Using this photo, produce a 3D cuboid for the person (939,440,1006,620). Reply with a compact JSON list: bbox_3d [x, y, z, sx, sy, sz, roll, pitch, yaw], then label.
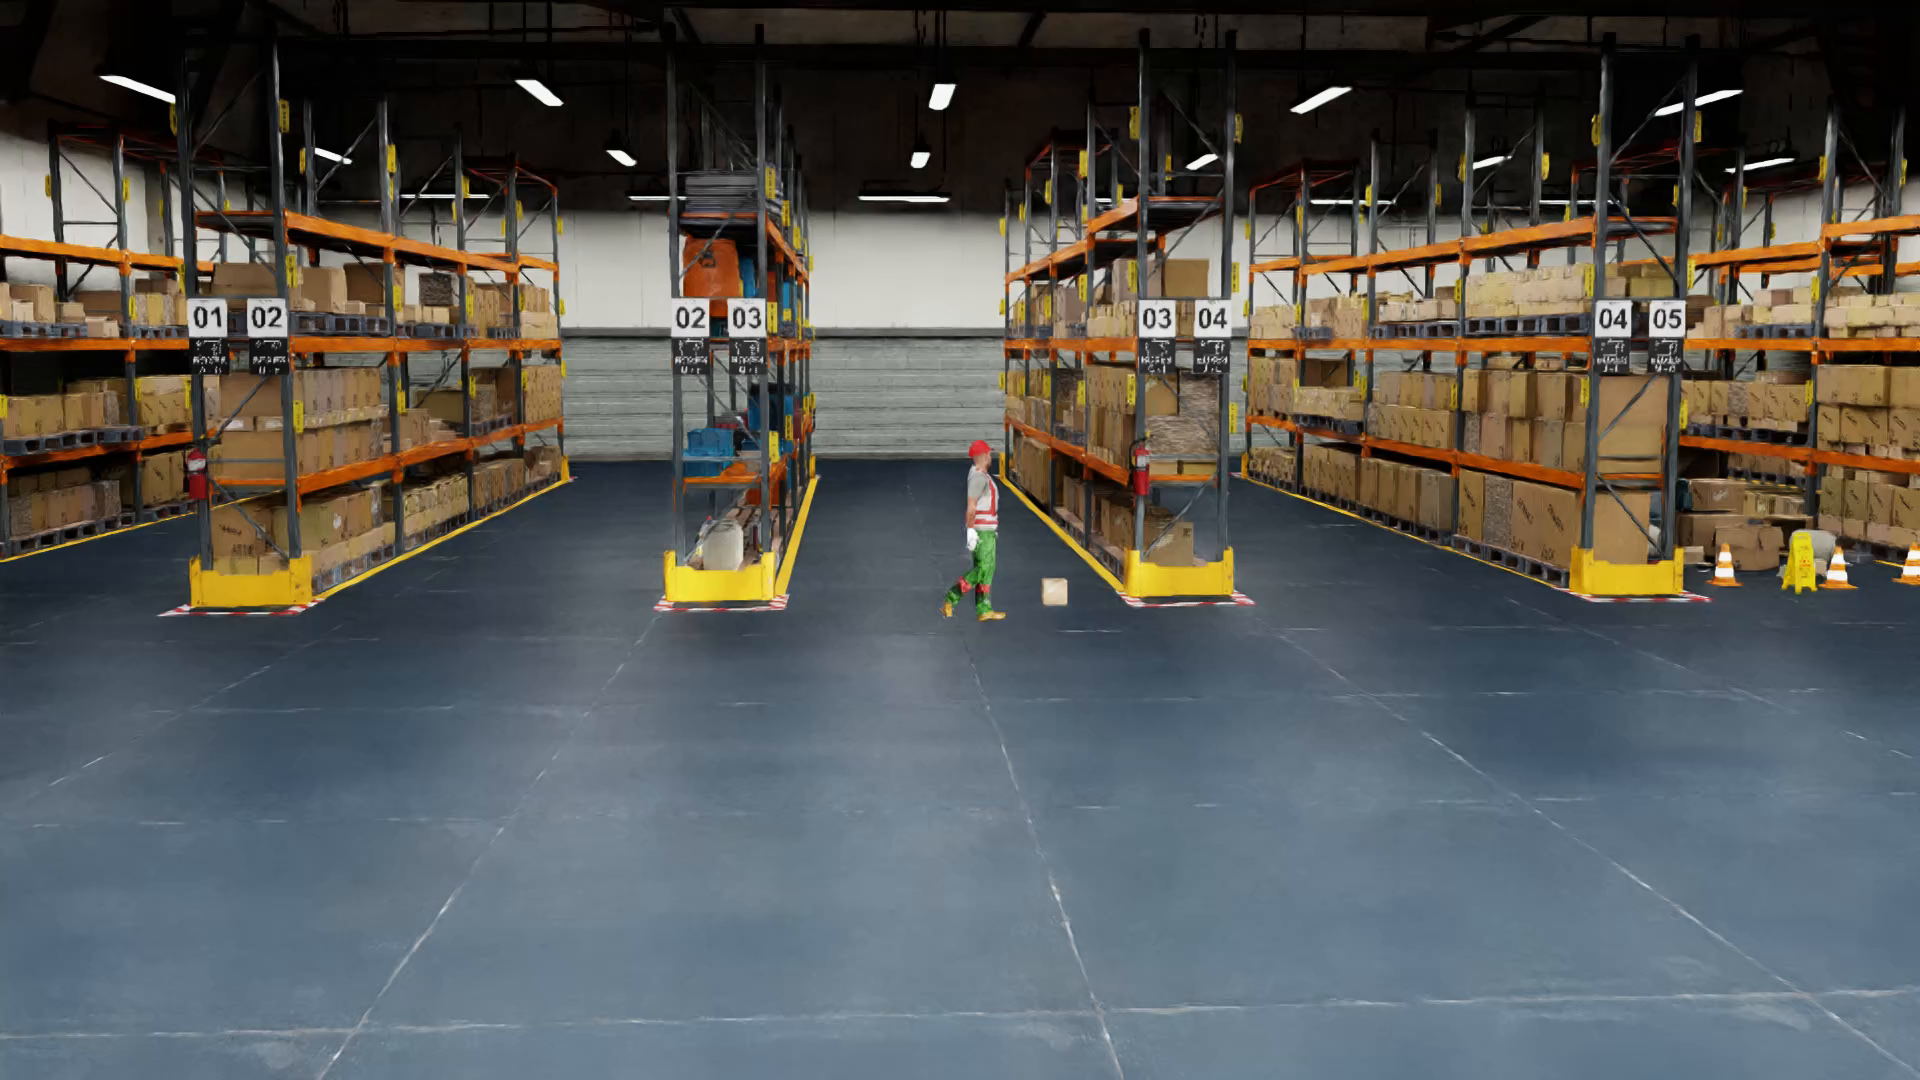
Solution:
[{"bbox_3d":[0.131,-0.081,16.335,0.628,1.786,0.737,1,7,4],"label":"person"}]
